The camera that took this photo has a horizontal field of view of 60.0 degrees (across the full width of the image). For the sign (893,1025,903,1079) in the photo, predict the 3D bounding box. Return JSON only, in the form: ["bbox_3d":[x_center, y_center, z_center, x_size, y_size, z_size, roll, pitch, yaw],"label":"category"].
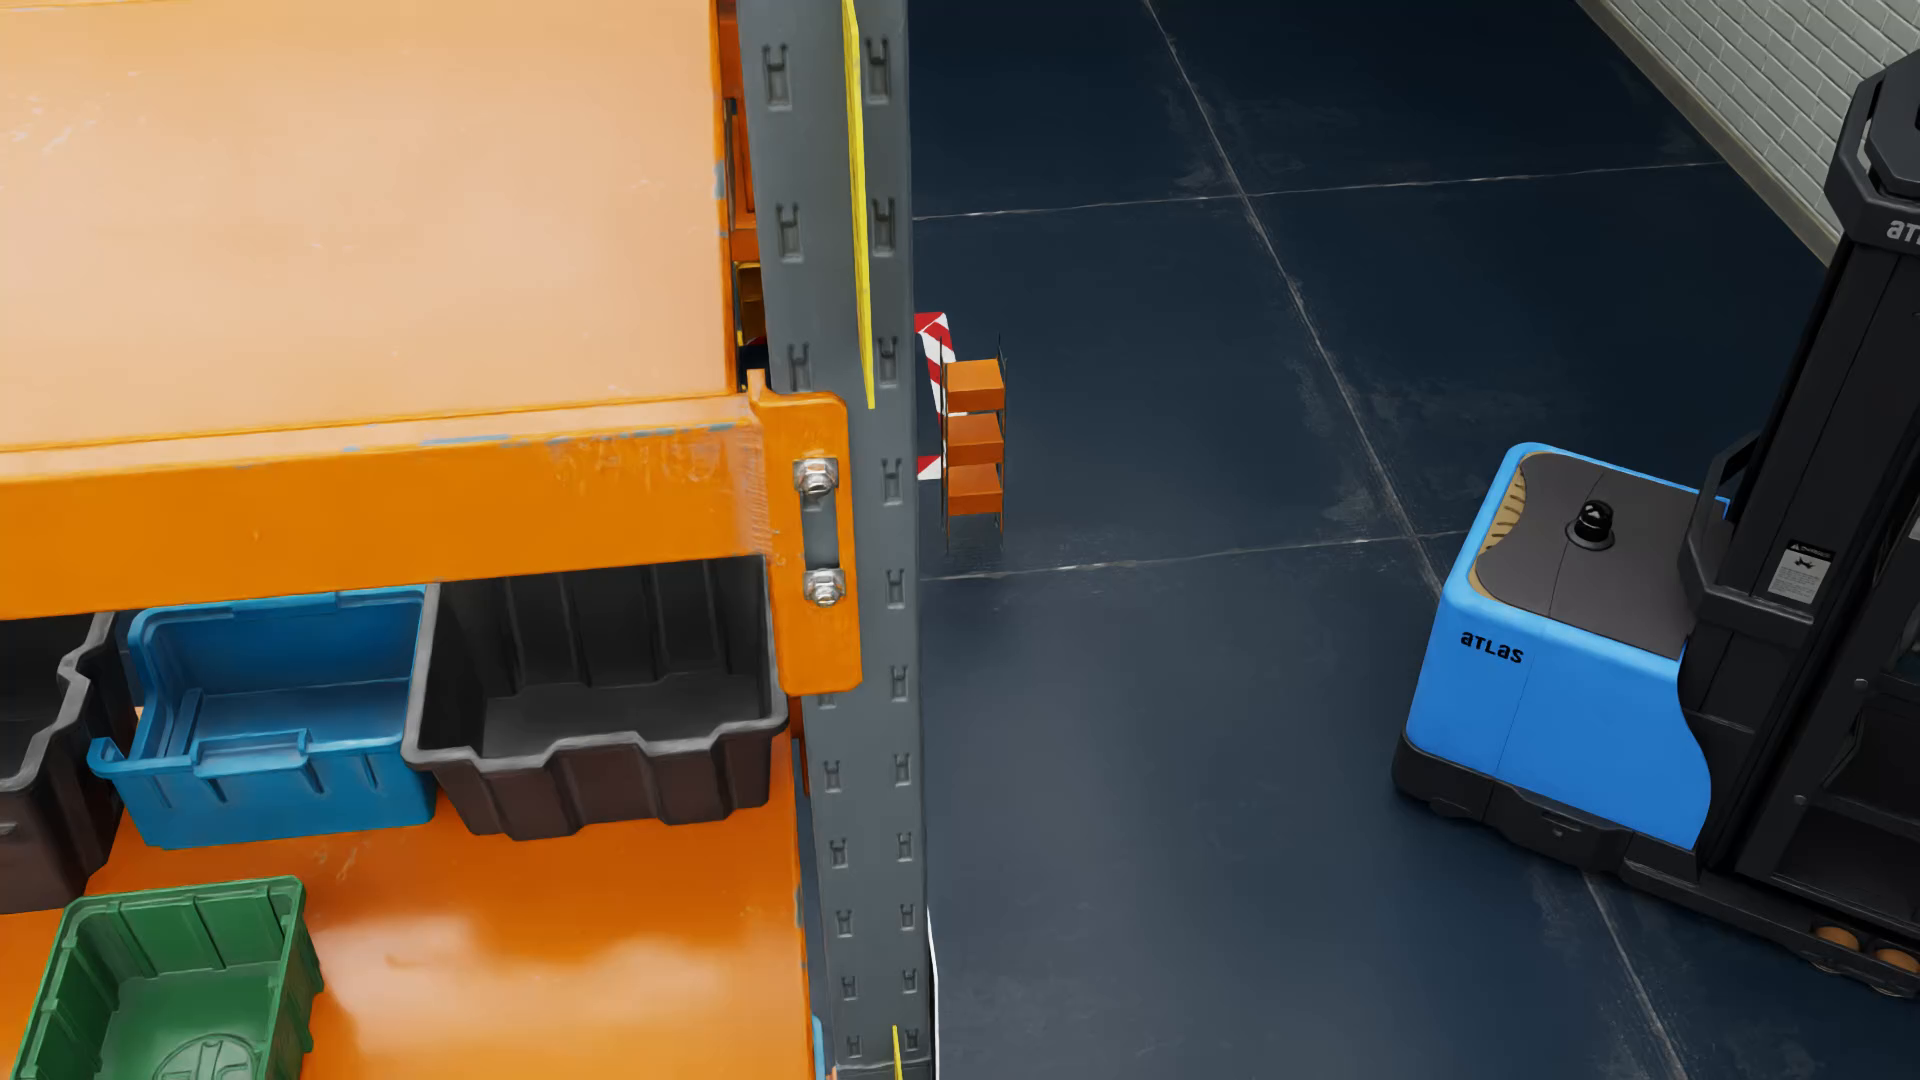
[{"bbox_3d":[-0.078,0.775,2.205,0.005,0.325,0.100,-5,42,-6],"label":"sign"}]

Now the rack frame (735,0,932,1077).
[{"bbox_3d":[-0.165,-0.742,1.569,0.127,3.000,1.000,-5,42,-6],"label":"rack frame"}]

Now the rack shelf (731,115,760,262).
[{"bbox_3d":[-2.787,-1.363,7.274,4.000,0.370,1.077,-5,42,-6],"label":"rack shelf"}]

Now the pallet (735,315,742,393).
[{"bbox_3d":[-1.669,-0.692,8.075,1.213,0.211,1.003,-5,42,-6],"label":"pallet"}]

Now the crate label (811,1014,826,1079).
[{"bbox_3d":[-0.453,1.329,3.833,0.303,0.233,0.416,-5,42,-6],"label":"crate label"}]

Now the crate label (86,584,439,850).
[{"bbox_3d":[-1.122,0.293,2.772,0.502,0.251,0.408,-5,42,-6],"label":"crate label"}]

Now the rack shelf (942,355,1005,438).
[{"bbox_3d":[0.053,-0.597,6.936,0.240,0.259,0.215,-5,42,-6],"label":"rack shelf"}]

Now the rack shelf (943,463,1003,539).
[{"bbox_3d":[0.053,-0.180,7.312,0.240,0.259,0.215,-5,42,-6],"label":"rack shelf"}]

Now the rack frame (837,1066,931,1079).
[{"bbox_3d":[-0.165,1.486,3.578,0.127,3.000,1.000,-5,42,-6],"label":"rack frame"}]

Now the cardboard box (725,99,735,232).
[{"bbox_3d":[-1.212,-1.621,6.949,0.500,0.500,0.500,-4,42,-4],"label":"cardboard box"}]

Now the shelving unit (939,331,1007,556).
[{"bbox_3d":[0.053,-0.394,7.119,0.252,1.050,0.215,-5,42,-6],"label":"shelving unit"}]

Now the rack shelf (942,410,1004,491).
[{"bbox_3d":[0.053,-0.387,7.126,0.240,0.259,0.215,-5,42,-6],"label":"rack shelf"}]

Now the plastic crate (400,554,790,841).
[{"bbox_3d":[-0.583,0.269,2.785,0.590,0.269,0.497,-5,42,-6],"label":"plastic crate"}]

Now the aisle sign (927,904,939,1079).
[{"bbox_3d":[-0.056,0.709,2.499,0.004,0.787,0.394,-5,42,-6],"label":"aisle sign"}]

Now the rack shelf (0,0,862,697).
[{"bbox_3d":[-2.148,-0.152,1.751,4.000,0.370,1.077,-5,42,-6],"label":"rack shelf"}]

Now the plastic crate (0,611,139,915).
[{"bbox_3d":[-1.716,0.345,2.649,0.767,0.338,0.504,-5,42,-6],"label":"plastic crate"}]

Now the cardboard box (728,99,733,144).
[{"bbox_3d":[-1.278,-1.978,7.343,0.500,0.500,0.500,-4,42,-5],"label":"cardboard box"}]

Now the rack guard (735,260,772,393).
[{"bbox_3d":[-0.879,-0.869,8.055,0.348,0.500,1.175,-5,42,-6],"label":"rack guard"}]

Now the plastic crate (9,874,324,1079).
[{"bbox_3d":[-1.106,0.726,2.339,0.336,0.188,0.450,-5,42,-6],"label":"plastic crate"}]

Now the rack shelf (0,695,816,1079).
[{"bbox_3d":[-2.148,0.813,2.622,4.000,0.370,1.077,-5,42,-6],"label":"rack shelf"}]

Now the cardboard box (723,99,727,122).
[{"bbox_3d":[-1.209,-1.991,6.612,0.500,0.500,0.500,-5,42,-6],"label":"cardboard box"}]

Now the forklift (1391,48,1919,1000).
[{"bbox_3d":[3.192,0.070,5.199,3.031,2.935,1.130,20,46,21],"label":"forklift"}]

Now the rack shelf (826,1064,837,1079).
[{"bbox_3d":[-2.148,1.927,3.626,4.000,0.370,1.077,-5,42,-6],"label":"rack shelf"}]

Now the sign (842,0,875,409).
[{"bbox_3d":[-0.078,-0.258,1.273,0.005,0.325,0.100,-5,42,-6],"label":"sign"}]

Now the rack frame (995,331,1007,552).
[{"bbox_3d":[0.174,-0.405,7.130,0.008,1.050,0.200,-5,42,-6],"label":"rack frame"}]

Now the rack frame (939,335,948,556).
[{"bbox_3d":[-0.068,-0.384,7.107,0.008,1.050,0.200,-5,42,-6],"label":"rack frame"}]
